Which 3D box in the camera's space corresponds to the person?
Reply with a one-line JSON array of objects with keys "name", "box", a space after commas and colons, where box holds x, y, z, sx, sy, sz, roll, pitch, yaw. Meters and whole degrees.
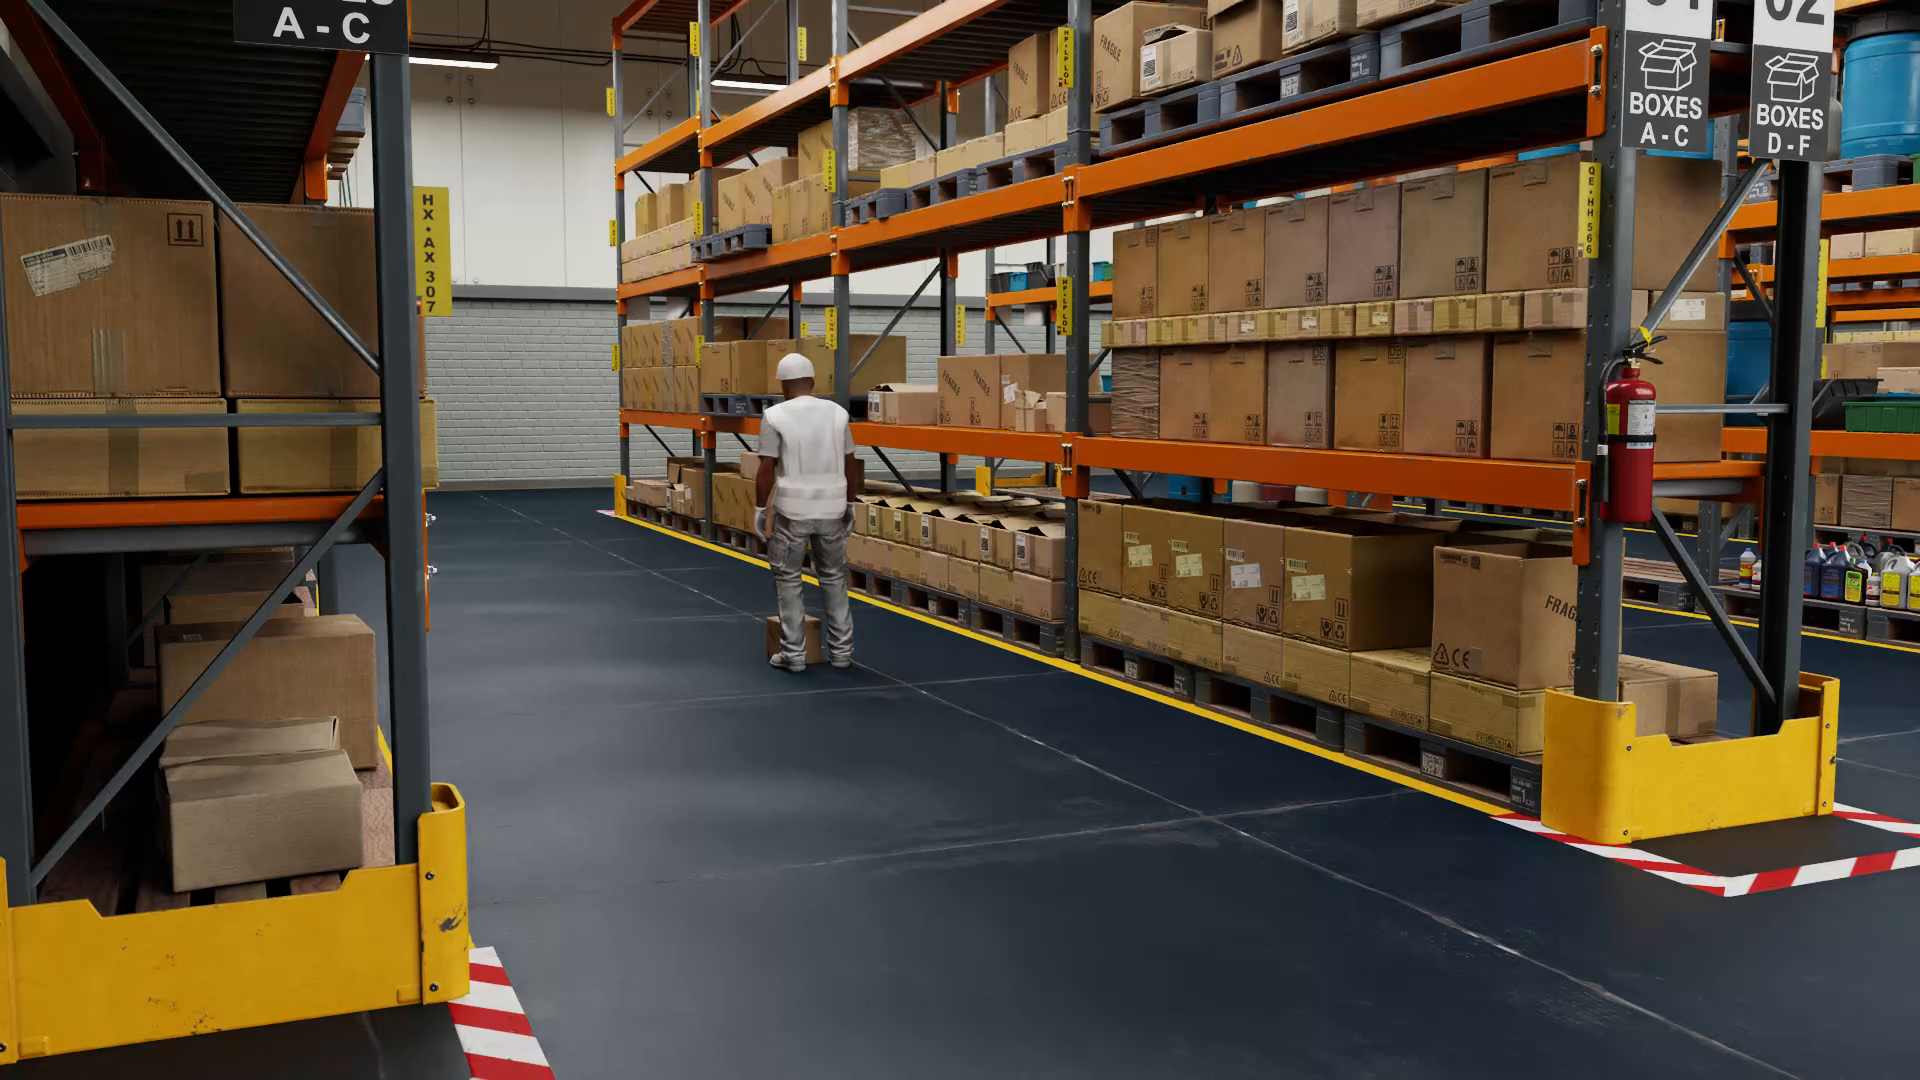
[{"name": "person", "box": [-0.867, -0.159, 9.358, 0.623, 1.773, 0.450, -3, 6, -27]}]
